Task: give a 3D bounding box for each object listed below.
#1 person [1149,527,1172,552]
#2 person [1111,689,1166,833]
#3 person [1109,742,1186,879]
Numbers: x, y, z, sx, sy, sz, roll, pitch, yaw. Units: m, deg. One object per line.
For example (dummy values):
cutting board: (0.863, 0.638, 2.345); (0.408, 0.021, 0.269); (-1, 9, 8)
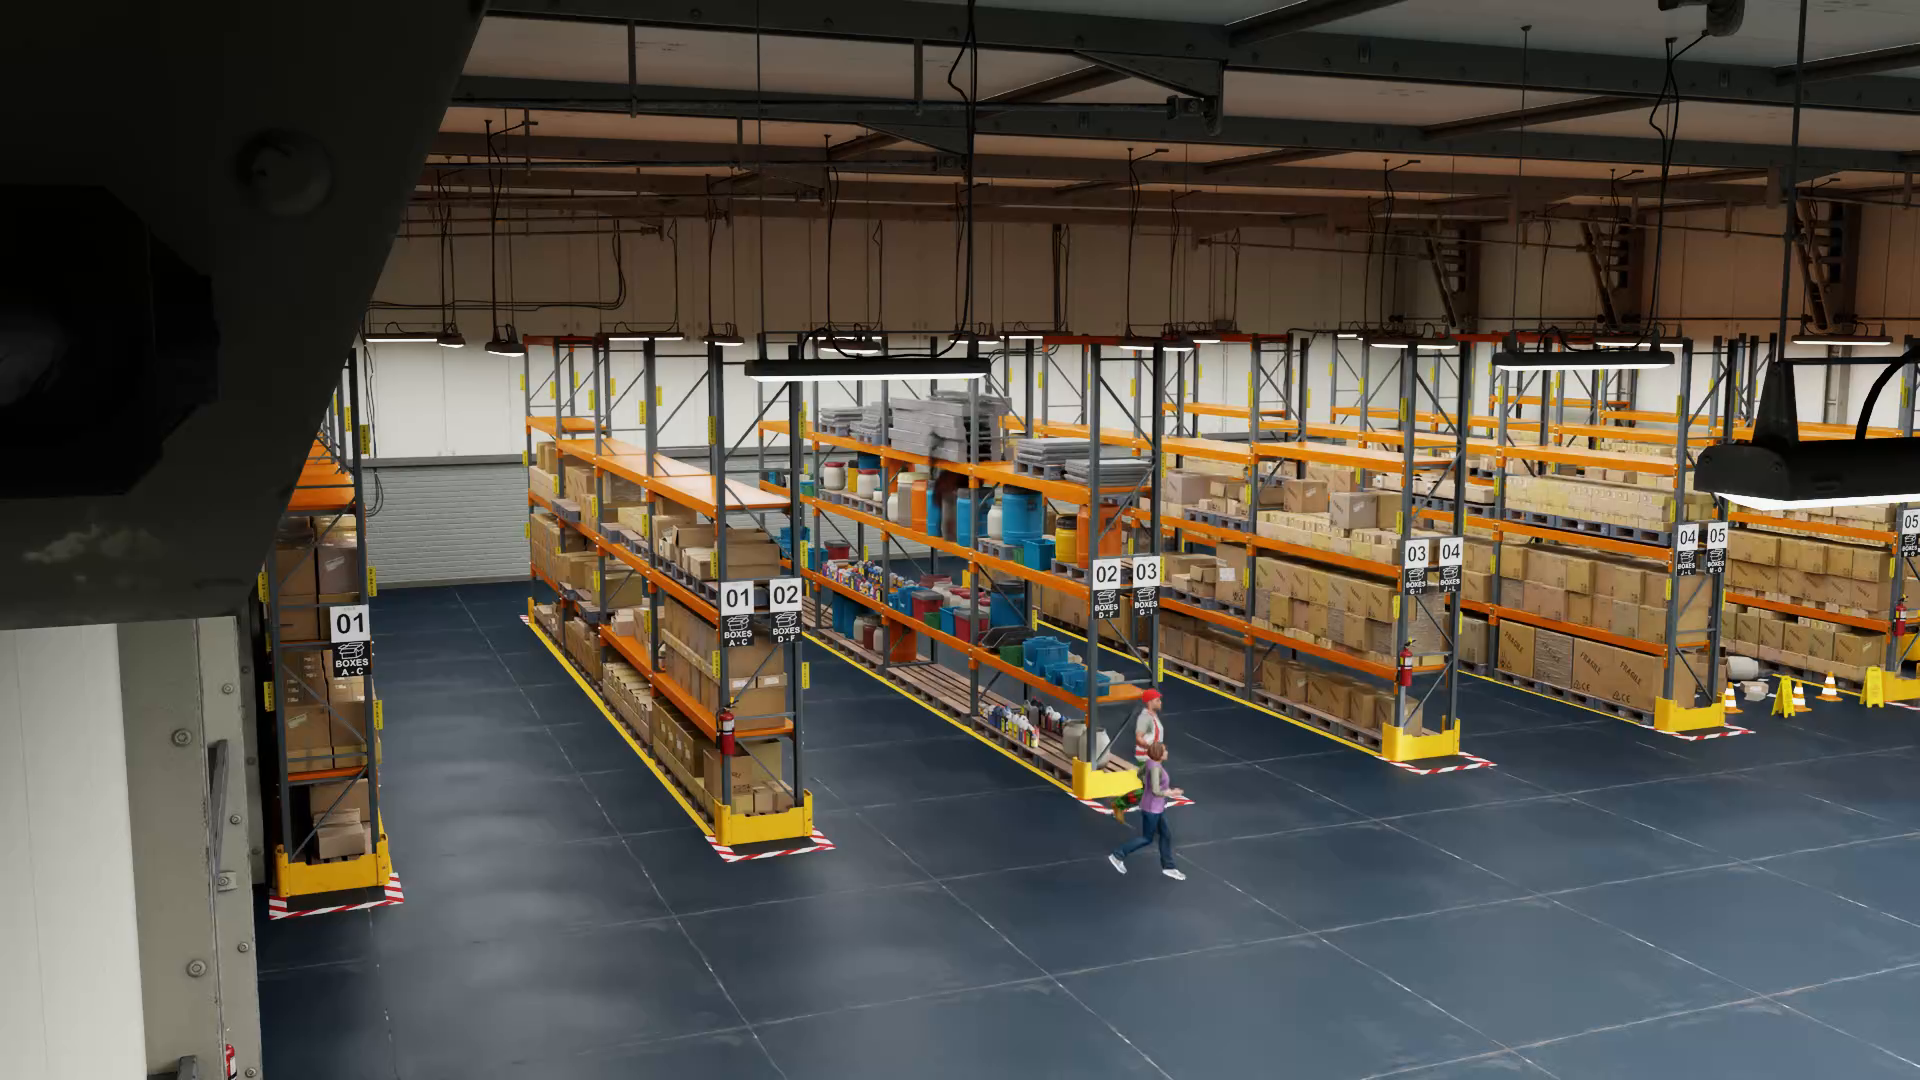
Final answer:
person: (5.041, -0.008, 41.532); (0.767, 1.708, 0.604); (-3, 8, -21)
person: (2.294, 2.719, 20.754); (0.751, 1.750, 0.697); (3, 8, 19)
person: (2.125, 3.056, 18.786); (0.882, 1.603, 0.550); (1, 8, 4)
